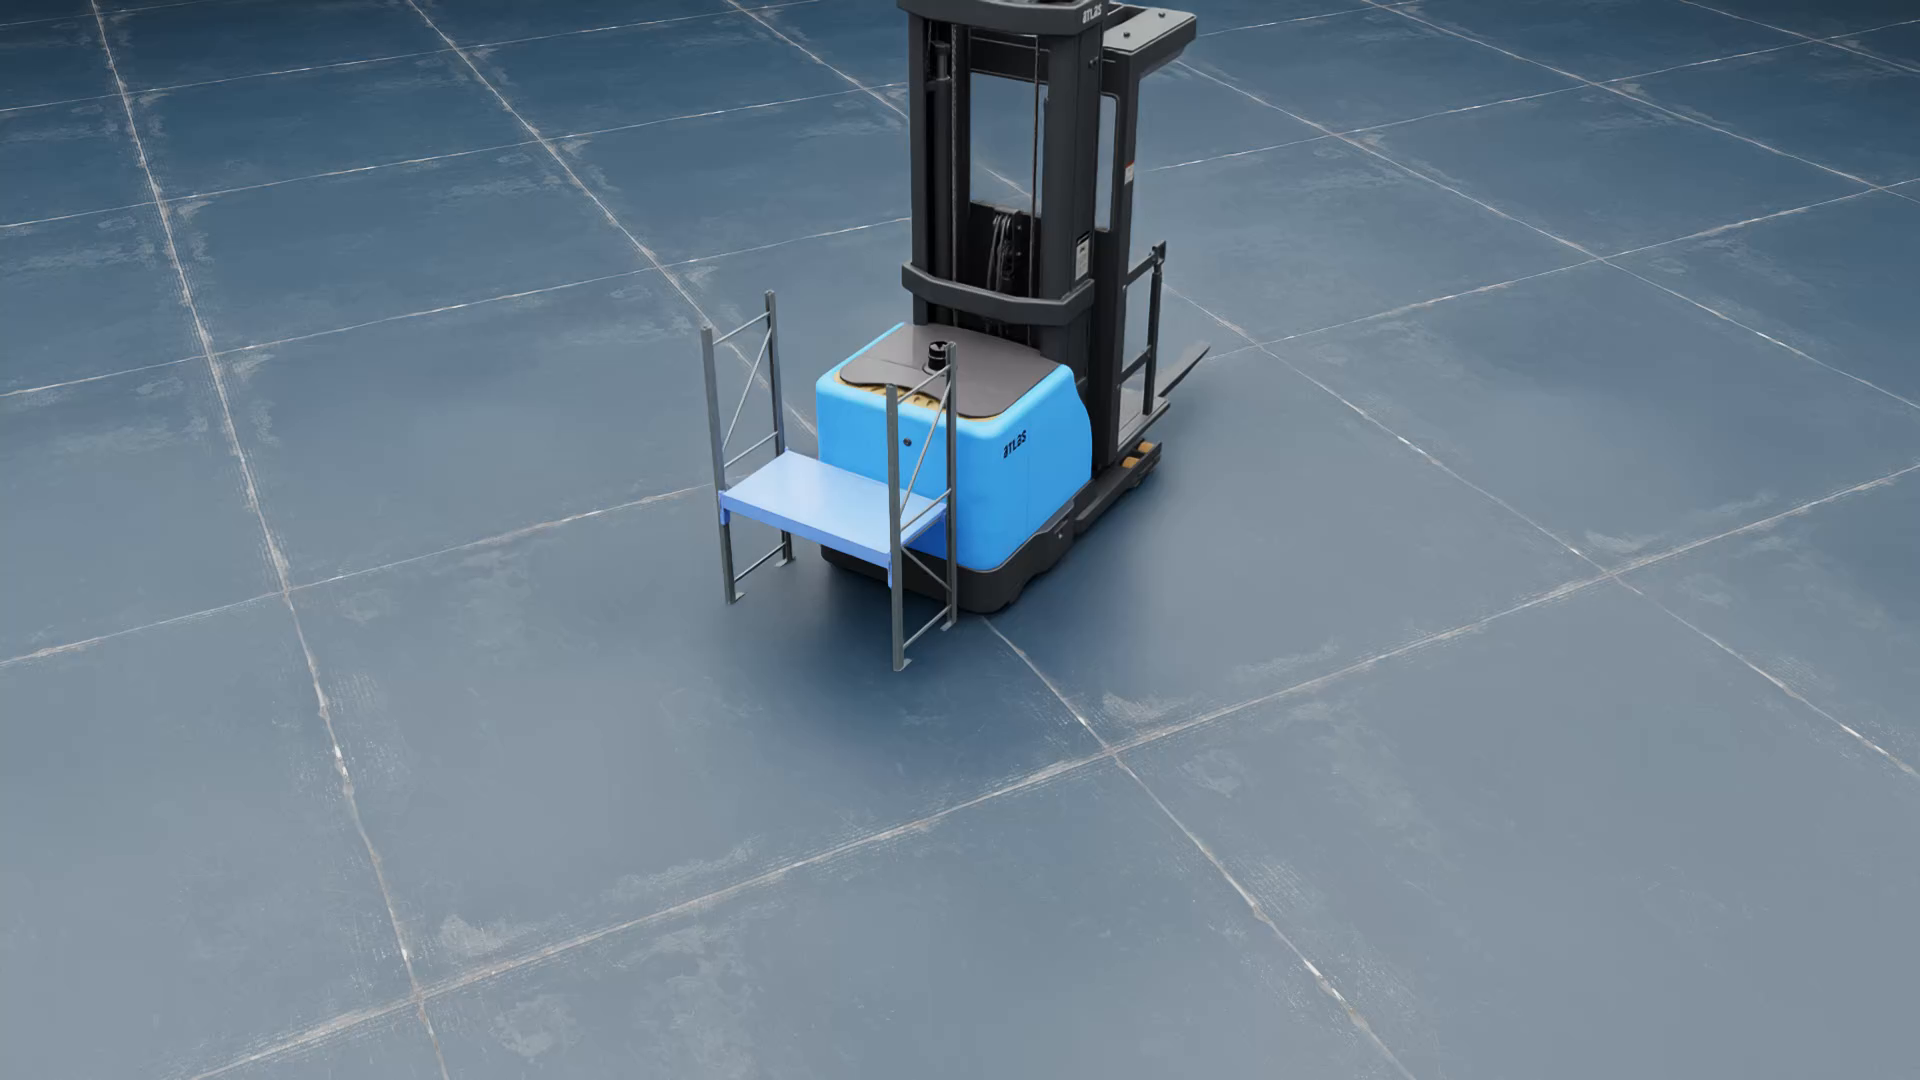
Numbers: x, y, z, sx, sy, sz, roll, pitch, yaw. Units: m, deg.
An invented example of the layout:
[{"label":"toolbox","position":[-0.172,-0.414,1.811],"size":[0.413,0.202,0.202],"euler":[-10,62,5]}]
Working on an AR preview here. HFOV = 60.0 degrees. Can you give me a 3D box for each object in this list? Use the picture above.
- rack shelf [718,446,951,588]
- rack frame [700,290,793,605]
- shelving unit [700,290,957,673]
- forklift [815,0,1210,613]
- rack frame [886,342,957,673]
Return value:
[{"label":"rack shelf","position":[-0.589,-0.124,7.886],"size":[1.000,0.185,0.538],"euler":[19,37,27]},{"label":"rack frame","position":[-1.015,-0.425,8.023],"size":[0.032,1.500,0.500],"euler":[19,37,27]},{"label":"shelving unit","position":[-0.589,-0.276,7.789],"size":[1.048,1.500,0.538],"euler":[19,37,27]},{"label":"forklift","position":[0.476,-1.645,8.600],"size":[1.130,2.935,3.031],"euler":[18,37,26]},{"label":"rack frame","position":[-0.163,-0.126,7.555],"size":[0.032,1.500,0.500],"euler":[19,37,27]}]
